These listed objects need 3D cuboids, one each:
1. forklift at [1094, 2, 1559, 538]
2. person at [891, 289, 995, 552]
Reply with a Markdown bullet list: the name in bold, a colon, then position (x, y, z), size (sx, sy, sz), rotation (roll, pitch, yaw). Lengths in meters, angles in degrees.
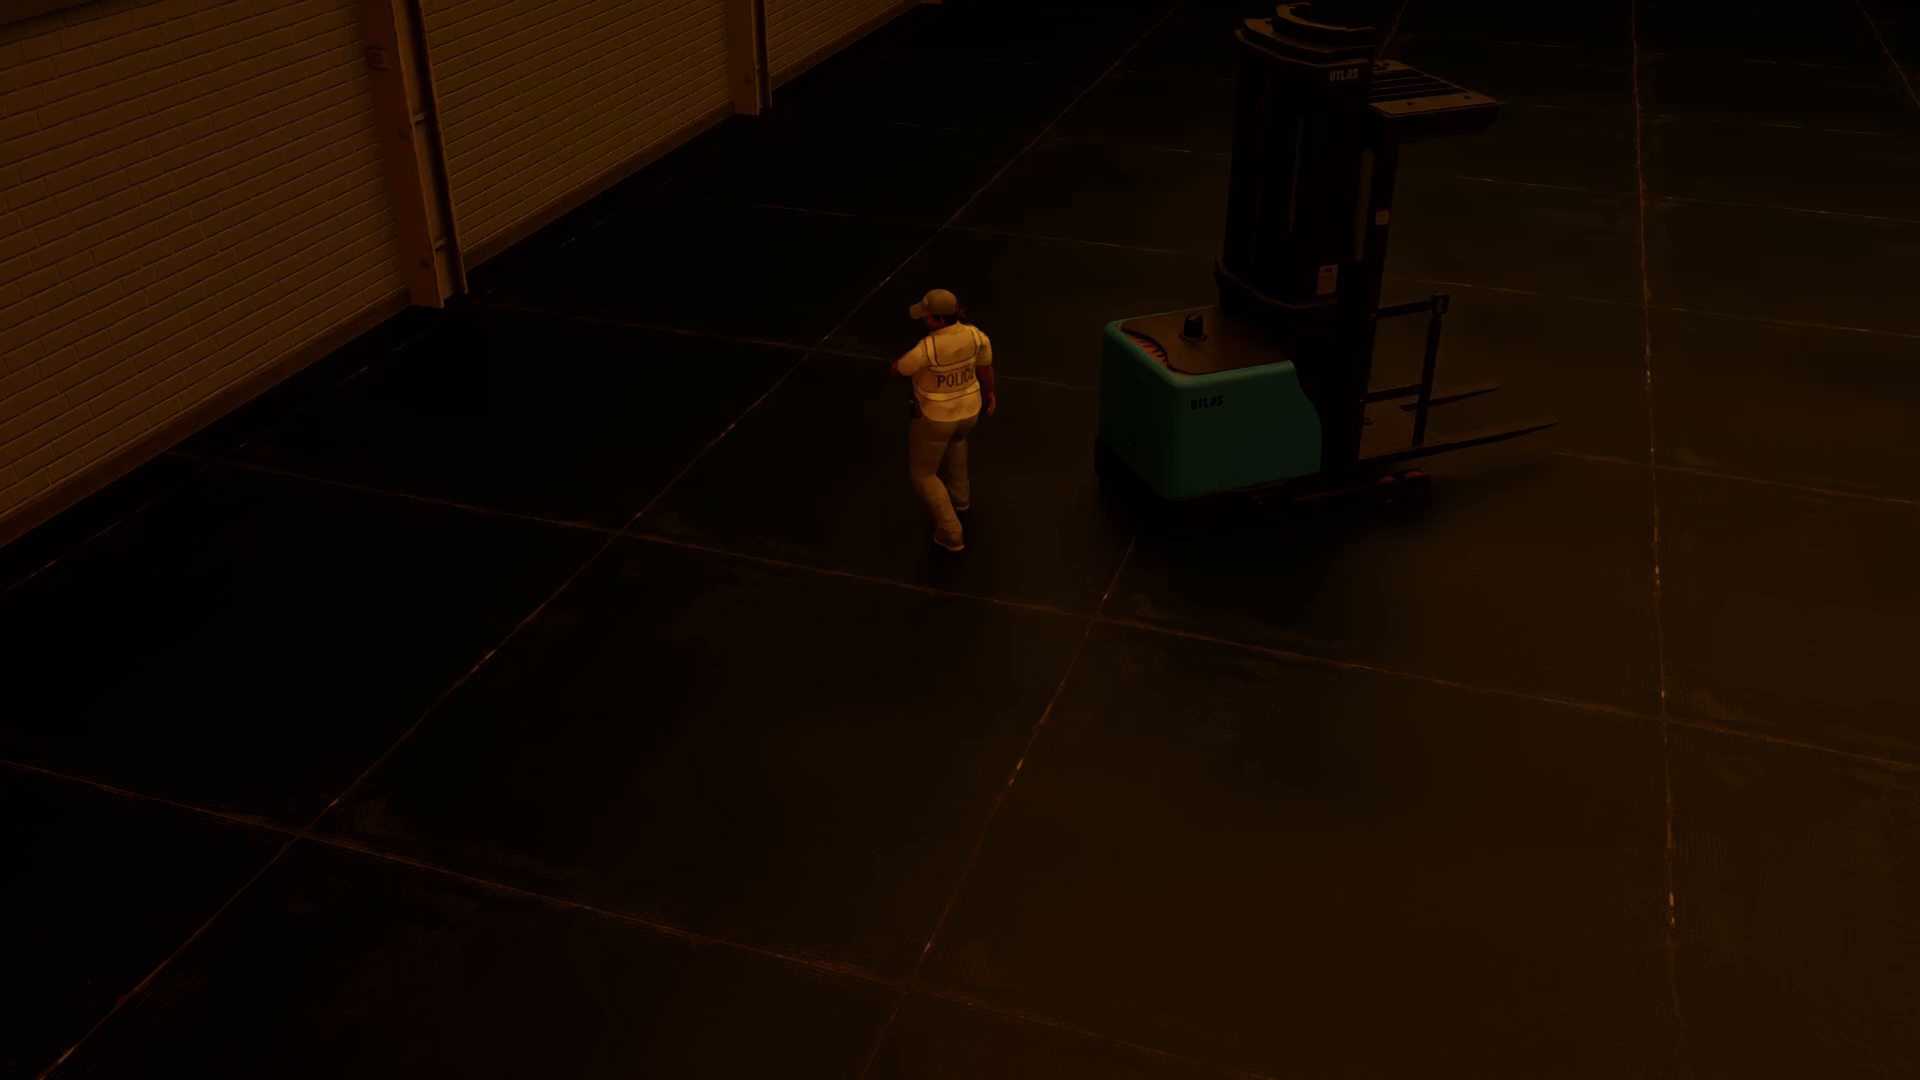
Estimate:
- **forklift**: position (2.440, -1.741, 10.191), size (3.031, 2.935, 1.130), rotation (-11, 32, -19)
- **person**: position (-0.085, -0.813, 9.935), size (0.651, 1.578, 0.769), rotation (-24, 37, -35)
